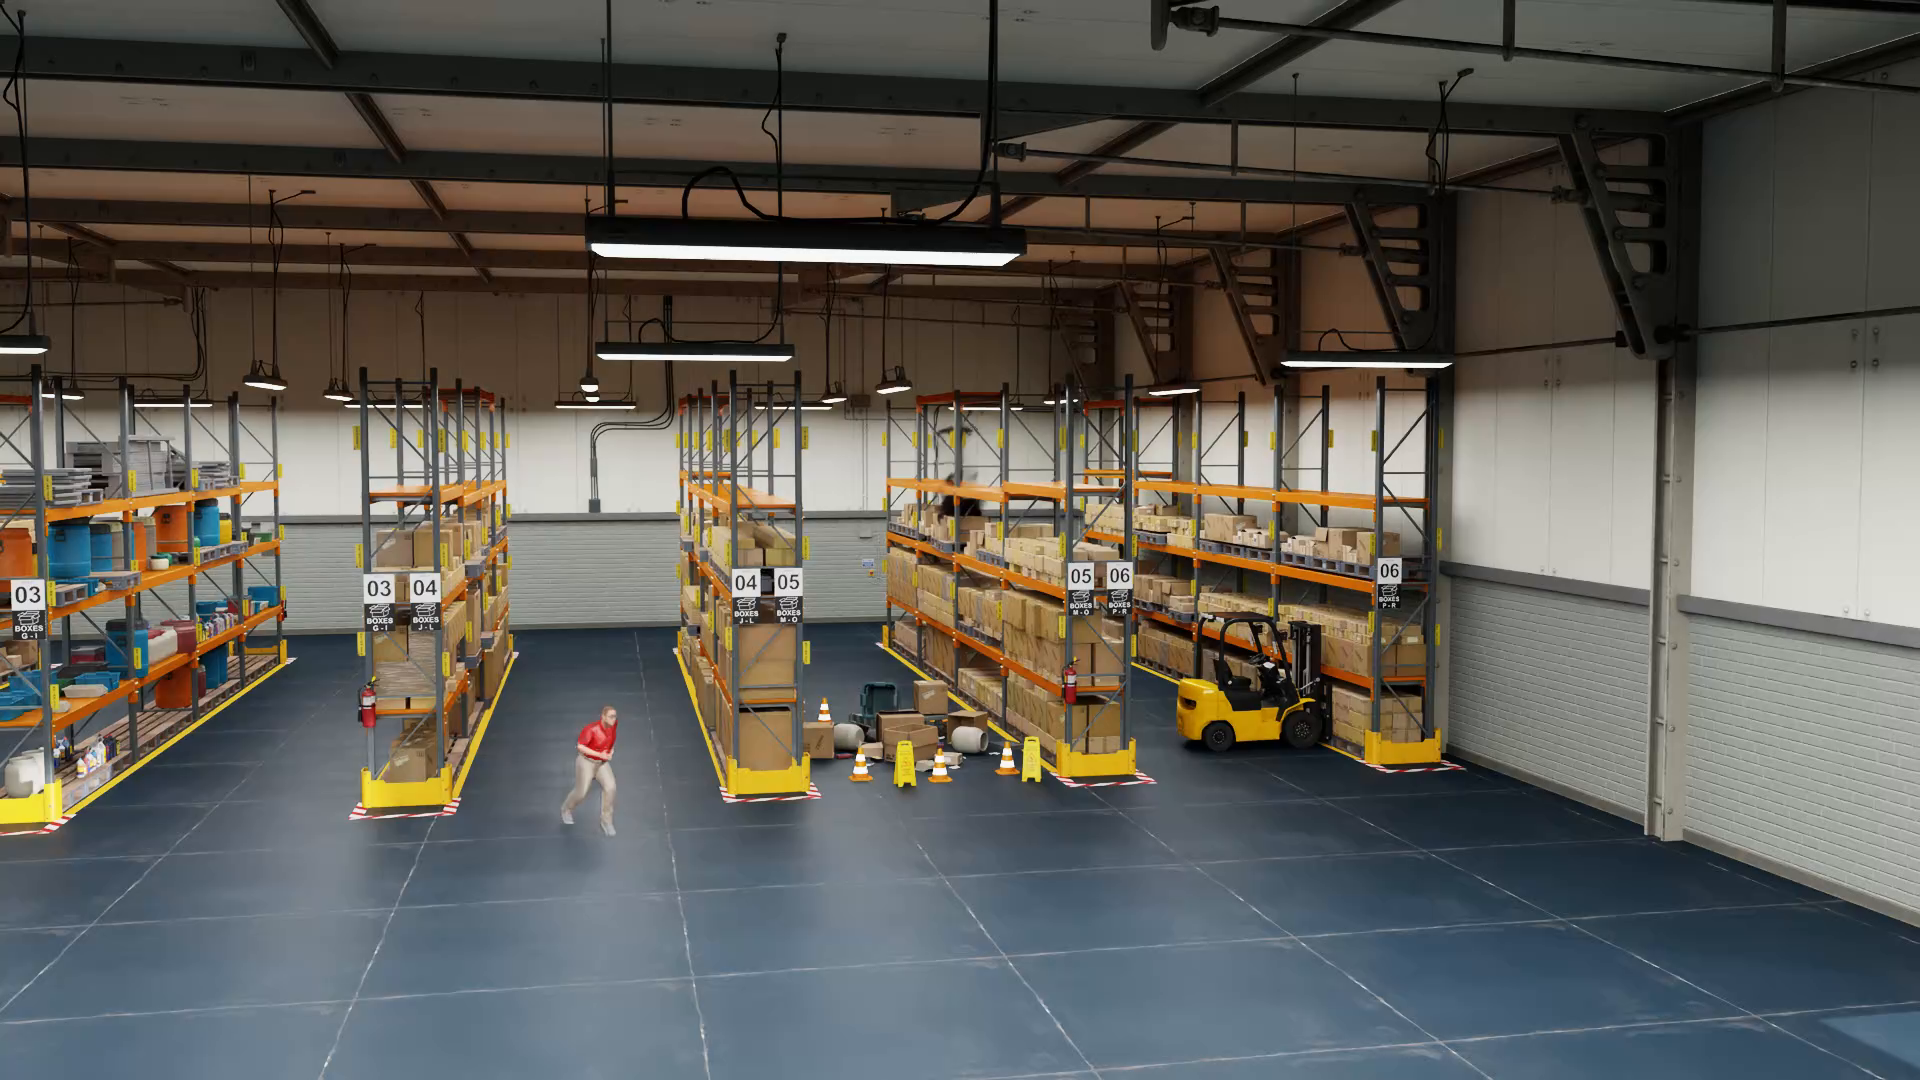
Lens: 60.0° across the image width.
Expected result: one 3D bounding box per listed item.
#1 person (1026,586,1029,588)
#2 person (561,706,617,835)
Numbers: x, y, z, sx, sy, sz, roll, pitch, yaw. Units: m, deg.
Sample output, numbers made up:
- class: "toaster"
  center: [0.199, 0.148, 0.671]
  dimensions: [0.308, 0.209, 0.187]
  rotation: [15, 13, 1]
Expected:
- class: "person"
  center: [1.491, 1.907, 37.722]
  dimensions: [0.598, 1.743, 0.779]
  rotation: [-2, 4, -27]
- class: "person"
  center: [-4.770, 2.942, 21.372]
  dimensions: [1.004, 1.698, 0.674]
  rotation: [2, 4, 35]
